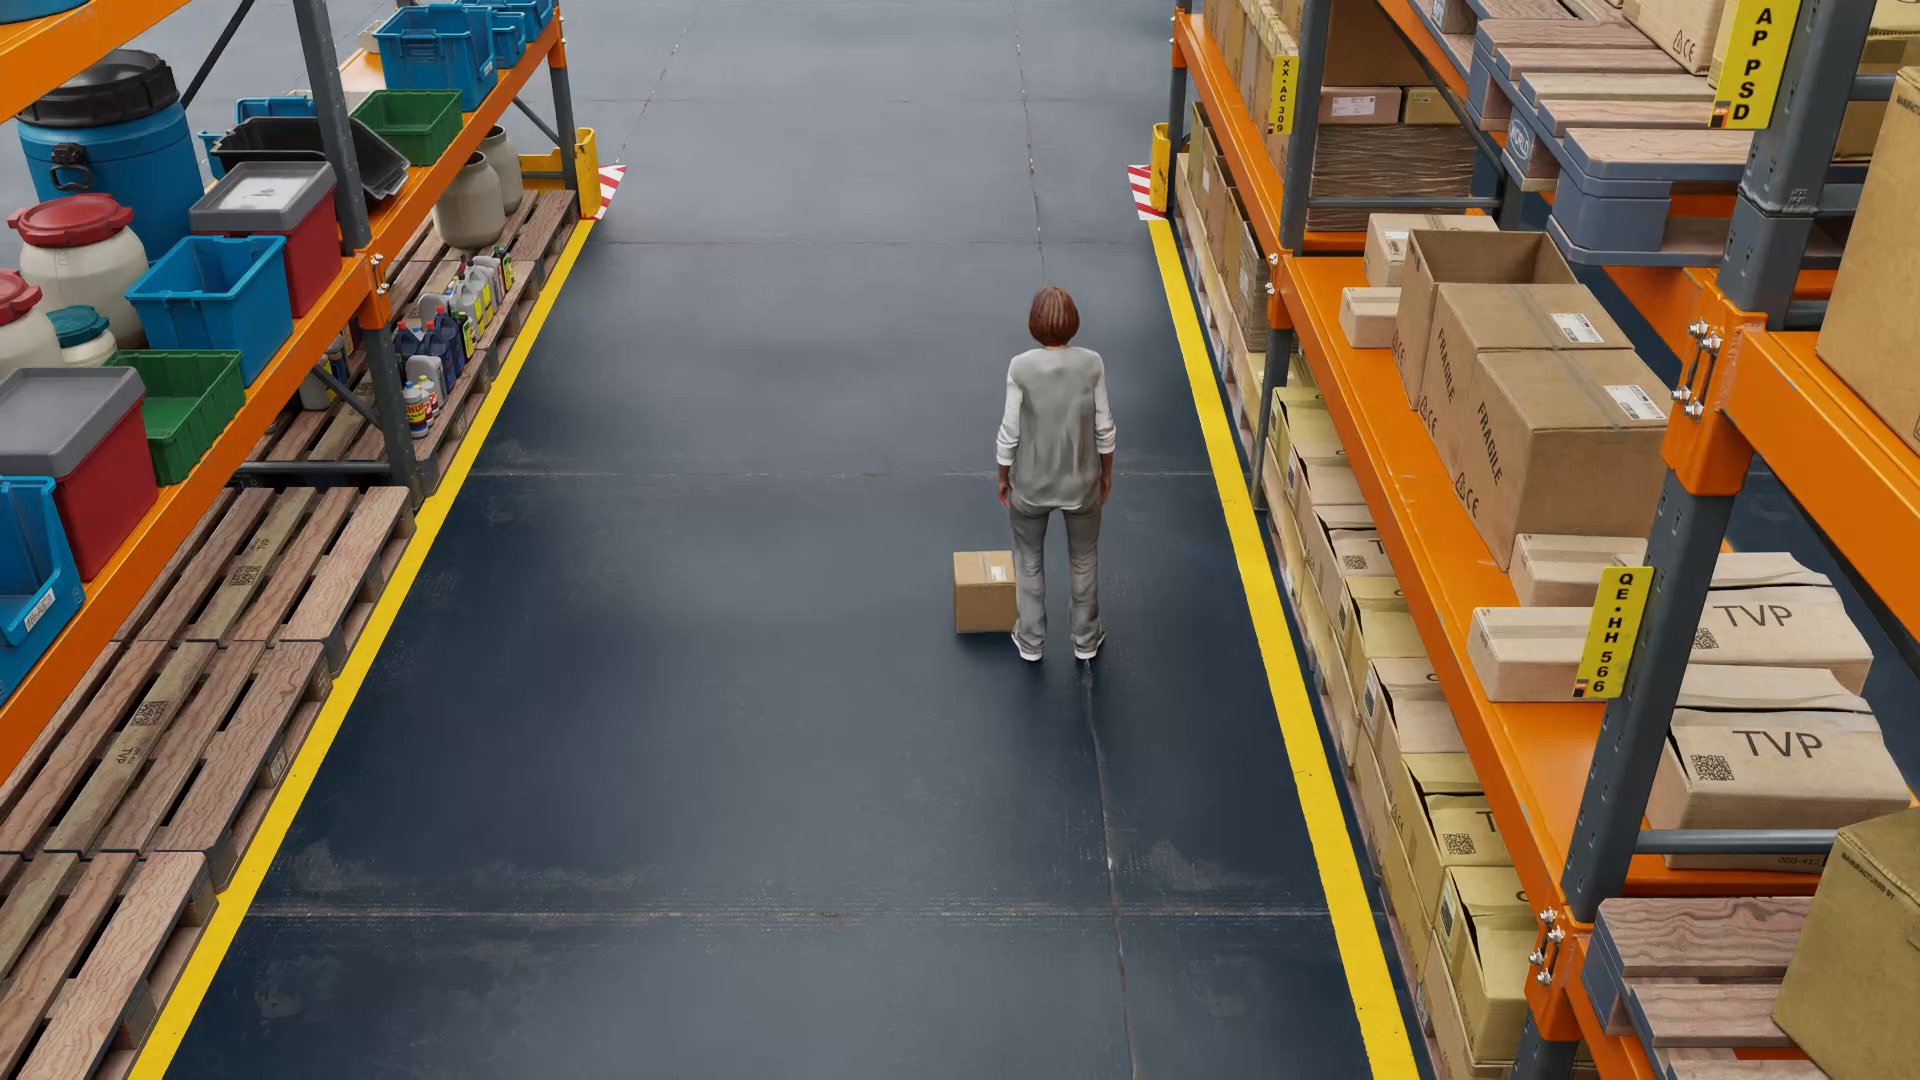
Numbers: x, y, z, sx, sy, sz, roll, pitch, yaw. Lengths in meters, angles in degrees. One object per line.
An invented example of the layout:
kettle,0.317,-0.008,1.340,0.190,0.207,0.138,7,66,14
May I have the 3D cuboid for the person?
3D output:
person,0.374,-0.221,6.502,0.475,1.591,0.346,-1,32,-2
